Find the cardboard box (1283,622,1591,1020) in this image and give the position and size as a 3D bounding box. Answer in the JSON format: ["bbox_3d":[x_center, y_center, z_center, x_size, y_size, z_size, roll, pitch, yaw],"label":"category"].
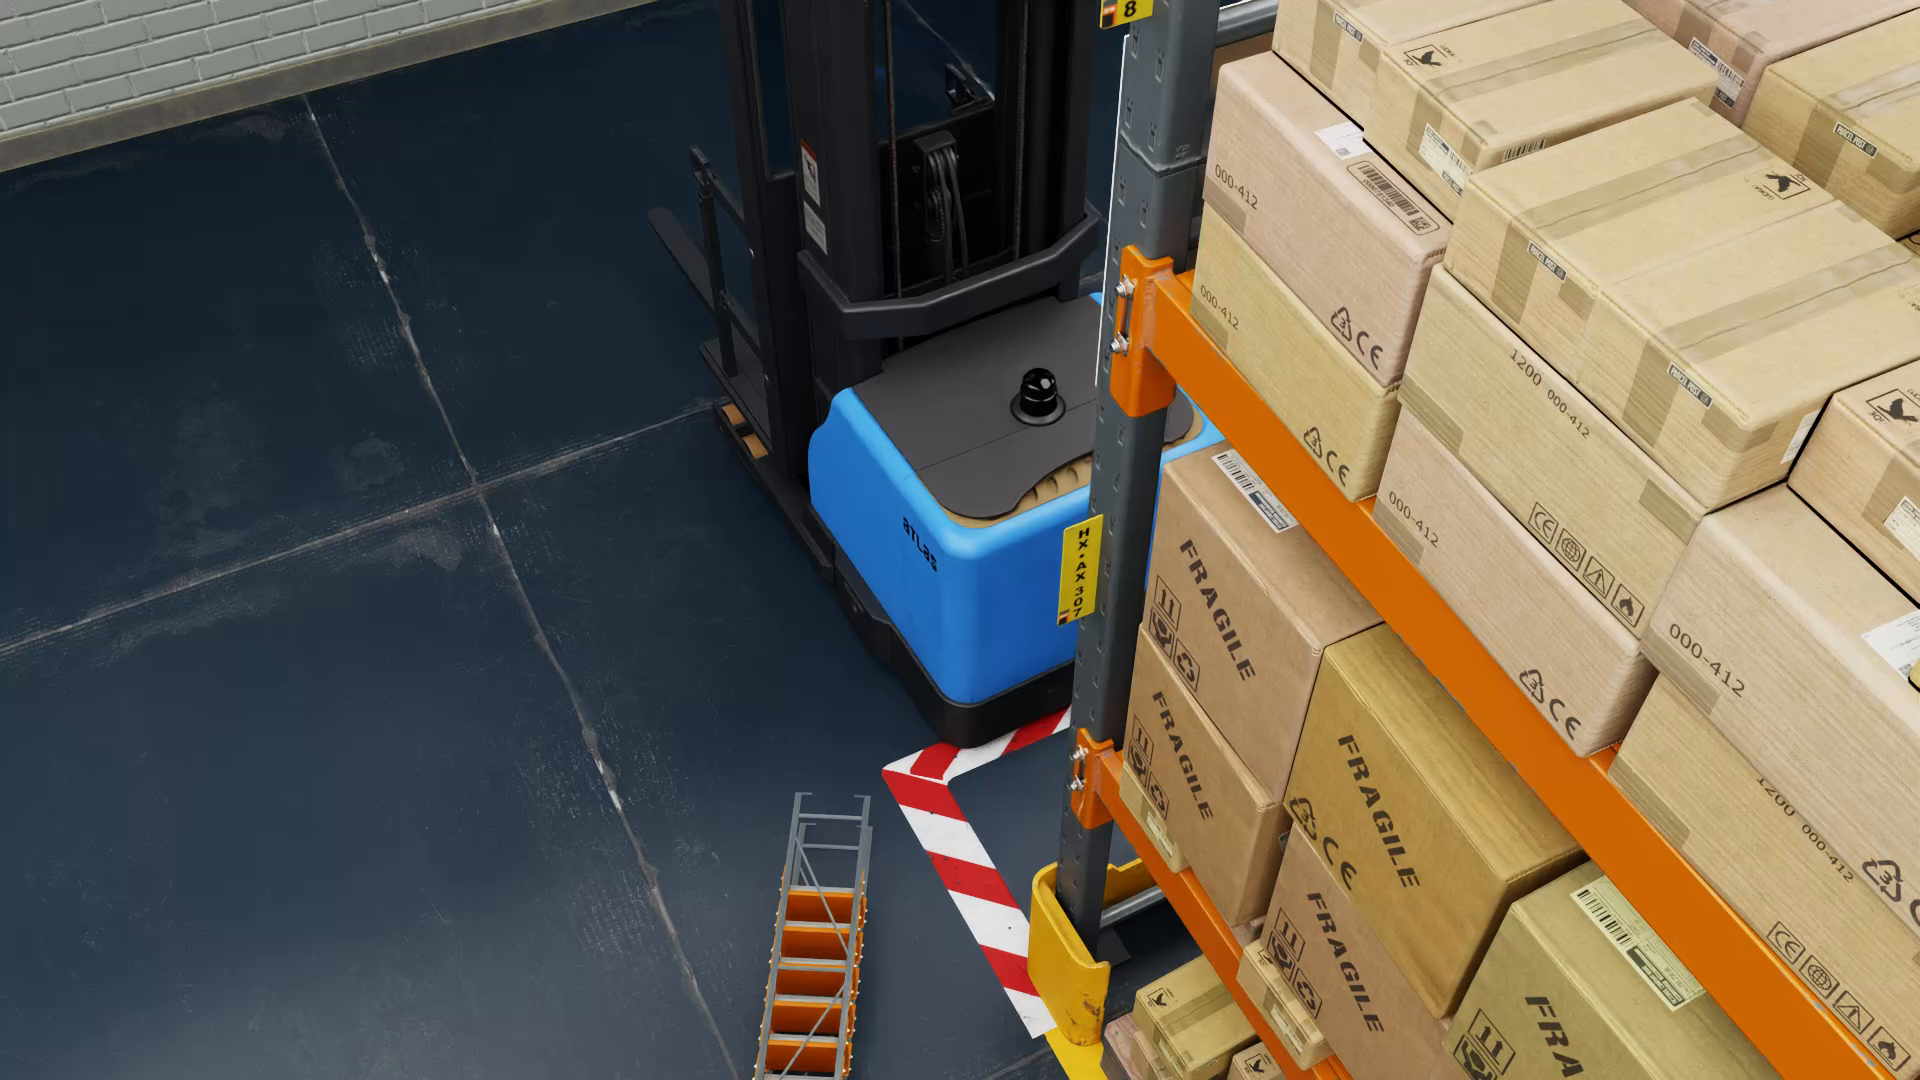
[{"bbox_3d":[0.952,0.434,2.950,0.500,0.500,0.500,-20,52,-16],"label":"cardboard box"}]

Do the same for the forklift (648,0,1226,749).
[{"bbox_3d":[-0.312,-1.377,5.507,1.130,2.935,3.031,-23,53,-19],"label":"forklift"}]

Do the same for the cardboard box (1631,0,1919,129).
[{"bbox_3d":[1.204,-0.755,2.428,0.380,0.149,0.250,-20,52,-17],"label":"cardboard box"}]

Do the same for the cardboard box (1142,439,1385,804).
[{"bbox_3d":[0.716,0.098,3.243,0.500,0.500,0.500,-21,52,-18],"label":"cardboard box"}]

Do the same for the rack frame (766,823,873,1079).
[{"bbox_3d":[-0.436,1.381,5.035,0.240,0.006,1.200,2,49,2],"label":"rack frame"}]

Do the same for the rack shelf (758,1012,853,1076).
[{"bbox_3d":[-0.447,1.468,4.838,0.258,0.180,0.103,2,49,2],"label":"rack shelf"}]

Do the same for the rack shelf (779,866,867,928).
[{"bbox_3d":[-0.421,1.107,5.153,0.258,0.180,0.103,2,49,2],"label":"rack shelf"}]

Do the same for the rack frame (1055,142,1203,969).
[{"bbox_3d":[0.746,0.166,4.112,1.000,3.000,0.127,-21,52,-18],"label":"rack frame"}]

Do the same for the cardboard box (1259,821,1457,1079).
[{"bbox_3d":[0.974,0.780,3.311,0.500,0.500,0.500,-21,52,-17],"label":"cardboard box"}]

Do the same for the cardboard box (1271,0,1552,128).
[{"bbox_3d":[0.692,-0.773,2.443,0.380,0.149,0.250,-22,52,-18],"label":"cardboard box"}]

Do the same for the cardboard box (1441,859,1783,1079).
[{"bbox_3d":[1.170,0.789,2.638,0.500,0.500,0.500,-22,52,-18],"label":"cardboard box"}]

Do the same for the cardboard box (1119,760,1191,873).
[{"bbox_3d":[0.603,0.579,3.918,0.380,0.149,0.250,-22,52,-18],"label":"cardboard box"}]

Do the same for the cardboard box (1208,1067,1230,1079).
[{"bbox_3d":[0.758,1.308,4.531,0.380,0.149,0.250,-19,52,-16],"label":"cardboard box"}]

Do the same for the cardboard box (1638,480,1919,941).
[{"bbox_3d":[1.176,0.138,1.911,0.500,0.250,0.500,-21,52,-17],"label":"cardboard box"}]

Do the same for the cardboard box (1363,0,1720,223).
[{"bbox_3d":[0.793,-0.596,2.288,0.380,0.149,0.250,-19,52,-16],"label":"cardboard box"}]

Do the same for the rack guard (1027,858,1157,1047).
[{"bbox_3d":[0.781,1.040,5.008,1.175,0.500,0.348,-21,52,-18],"label":"rack guard"}]

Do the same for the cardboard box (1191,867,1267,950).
[{"bbox_3d":[0.756,0.735,3.782,0.380,0.149,0.250,-19,52,-16],"label":"cardboard box"}]

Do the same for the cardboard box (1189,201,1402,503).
[{"bbox_3d":[0.724,-0.384,2.699,0.500,0.250,0.500,-19,52,-16],"label":"cardboard box"}]

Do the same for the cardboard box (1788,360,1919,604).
[{"bbox_3d":[1.174,-0.090,1.846,0.380,0.149,0.250,-20,52,-17],"label":"cardboard box"}]

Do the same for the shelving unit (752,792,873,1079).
[{"bbox_3d":[-0.436,1.321,4.966,0.258,0.189,1.200,2,49,2],"label":"shelving unit"}]

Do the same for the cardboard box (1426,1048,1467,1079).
[{"bbox_3d":[1.187,1.113,3.020,0.500,0.500,0.500,-21,52,-17],"label":"cardboard box"}]

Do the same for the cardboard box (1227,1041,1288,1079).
[{"bbox_3d":[0.917,1.381,4.269,0.380,0.149,0.250,-20,52,-17],"label":"cardboard box"}]

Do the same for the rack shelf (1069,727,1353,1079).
[{"bbox_3d":[1.661,1.742,3.212,1.077,0.370,4.000,-21,52,-18],"label":"rack shelf"}]

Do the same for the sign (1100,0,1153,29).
[{"bbox_3d":[0.264,-0.922,2.490,0.100,0.325,0.005,-21,52,-18],"label":"sign"}]

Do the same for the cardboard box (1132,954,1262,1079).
[{"bbox_3d":[0.684,1.238,4.394,0.380,0.149,0.250,-23,53,-19],"label":"cardboard box"}]

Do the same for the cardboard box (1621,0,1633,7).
[{"bbox_3d":[1.160,-0.947,2.595,0.380,0.149,0.250,-22,52,-18],"label":"cardboard box"}]

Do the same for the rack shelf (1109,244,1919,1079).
[{"bbox_3d":[1.661,0.754,2.083,1.077,0.370,4.000,-21,52,-18],"label":"rack shelf"}]

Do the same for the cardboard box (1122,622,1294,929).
[{"bbox_3d":[0.706,0.431,3.616,0.500,0.500,0.500,-19,51,-16],"label":"cardboard box"}]

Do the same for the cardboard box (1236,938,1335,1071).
[{"bbox_3d":[0.832,0.933,3.608,0.380,0.149,0.250,-23,53,-19],"label":"cardboard box"}]

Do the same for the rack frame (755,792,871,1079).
[{"bbox_3d":[-0.436,1.260,4.897,0.240,0.006,1.200,2,49,2],"label":"rack frame"}]

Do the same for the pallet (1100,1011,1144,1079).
[{"bbox_3d":[1.121,1.691,4.631,1.003,0.211,1.213,-21,52,-18],"label":"pallet"}]

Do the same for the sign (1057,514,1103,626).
[{"bbox_3d":[0.264,0.068,3.623,0.100,0.325,0.005,-21,52,-18],"label":"sign"}]

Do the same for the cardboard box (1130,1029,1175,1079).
[{"bbox_3d":[0.701,1.427,4.624,0.380,0.149,0.250,-20,52,-17],"label":"cardboard box"}]

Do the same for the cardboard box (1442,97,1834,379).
[{"bbox_3d":[0.852,-0.389,2.107,0.380,0.149,0.250,-21,52,-18],"label":"cardboard box"}]

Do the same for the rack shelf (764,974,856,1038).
[{"bbox_3d":[-0.440,1.377,4.917,0.258,0.180,0.103,2,49,2],"label":"rack shelf"}]

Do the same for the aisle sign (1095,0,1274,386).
[{"bbox_3d":[0.446,-0.635,3.086,0.394,0.787,0.004,-21,52,-18],"label":"aisle sign"}]

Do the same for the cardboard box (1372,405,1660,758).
[{"bbox_3d":[0.962,-0.030,2.390,0.500,0.250,0.500,-20,52,-16],"label":"cardboard box"}]

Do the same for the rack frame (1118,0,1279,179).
[{"bbox_3d":[0.746,-1.809,1.854,1.000,3.000,0.127,-21,52,-18],"label":"rack frame"}]

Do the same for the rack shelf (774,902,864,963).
[{"bbox_3d":[-0.427,1.197,5.074,0.258,0.180,0.103,2,49,2],"label":"rack shelf"}]

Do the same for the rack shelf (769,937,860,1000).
[{"bbox_3d":[-0.434,1.287,4.995,0.258,0.180,0.103,2,49,2],"label":"rack shelf"}]

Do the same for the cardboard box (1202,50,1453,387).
[{"bbox_3d":[0.721,-0.547,2.510,0.500,0.250,0.500,-20,52,-17],"label":"cardboard box"}]

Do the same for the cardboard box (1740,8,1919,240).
[{"bbox_3d":[1.304,-0.576,2.271,0.380,0.149,0.250,-23,53,-19],"label":"cardboard box"}]

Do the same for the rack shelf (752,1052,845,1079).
[{"bbox_3d":[-0.453,1.558,4.759,0.258,0.180,0.103,2,49,2],"label":"rack shelf"}]

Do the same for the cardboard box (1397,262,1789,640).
[{"bbox_3d":[0.956,-0.204,2.211,0.500,0.250,0.500,-22,52,-18],"label":"cardboard box"}]

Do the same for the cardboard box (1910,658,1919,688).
[{"bbox_3d":[1.211,0.119,1.663,0.380,0.149,0.250,-20,52,-16],"label":"cardboard box"}]

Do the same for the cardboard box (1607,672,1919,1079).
[{"bbox_3d":[1.209,0.311,2.092,0.500,0.250,0.500,-23,53,-19],"label":"cardboard box"}]

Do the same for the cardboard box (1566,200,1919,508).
[{"bbox_3d":[0.963,-0.226,1.965,0.380,0.149,0.250,-21,52,-17],"label":"cardboard box"}]

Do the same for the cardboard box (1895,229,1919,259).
[{"bbox_3d":[1.418,-0.374,2.359,0.500,0.250,0.500,-22,53,-18],"label":"cardboard box"}]
